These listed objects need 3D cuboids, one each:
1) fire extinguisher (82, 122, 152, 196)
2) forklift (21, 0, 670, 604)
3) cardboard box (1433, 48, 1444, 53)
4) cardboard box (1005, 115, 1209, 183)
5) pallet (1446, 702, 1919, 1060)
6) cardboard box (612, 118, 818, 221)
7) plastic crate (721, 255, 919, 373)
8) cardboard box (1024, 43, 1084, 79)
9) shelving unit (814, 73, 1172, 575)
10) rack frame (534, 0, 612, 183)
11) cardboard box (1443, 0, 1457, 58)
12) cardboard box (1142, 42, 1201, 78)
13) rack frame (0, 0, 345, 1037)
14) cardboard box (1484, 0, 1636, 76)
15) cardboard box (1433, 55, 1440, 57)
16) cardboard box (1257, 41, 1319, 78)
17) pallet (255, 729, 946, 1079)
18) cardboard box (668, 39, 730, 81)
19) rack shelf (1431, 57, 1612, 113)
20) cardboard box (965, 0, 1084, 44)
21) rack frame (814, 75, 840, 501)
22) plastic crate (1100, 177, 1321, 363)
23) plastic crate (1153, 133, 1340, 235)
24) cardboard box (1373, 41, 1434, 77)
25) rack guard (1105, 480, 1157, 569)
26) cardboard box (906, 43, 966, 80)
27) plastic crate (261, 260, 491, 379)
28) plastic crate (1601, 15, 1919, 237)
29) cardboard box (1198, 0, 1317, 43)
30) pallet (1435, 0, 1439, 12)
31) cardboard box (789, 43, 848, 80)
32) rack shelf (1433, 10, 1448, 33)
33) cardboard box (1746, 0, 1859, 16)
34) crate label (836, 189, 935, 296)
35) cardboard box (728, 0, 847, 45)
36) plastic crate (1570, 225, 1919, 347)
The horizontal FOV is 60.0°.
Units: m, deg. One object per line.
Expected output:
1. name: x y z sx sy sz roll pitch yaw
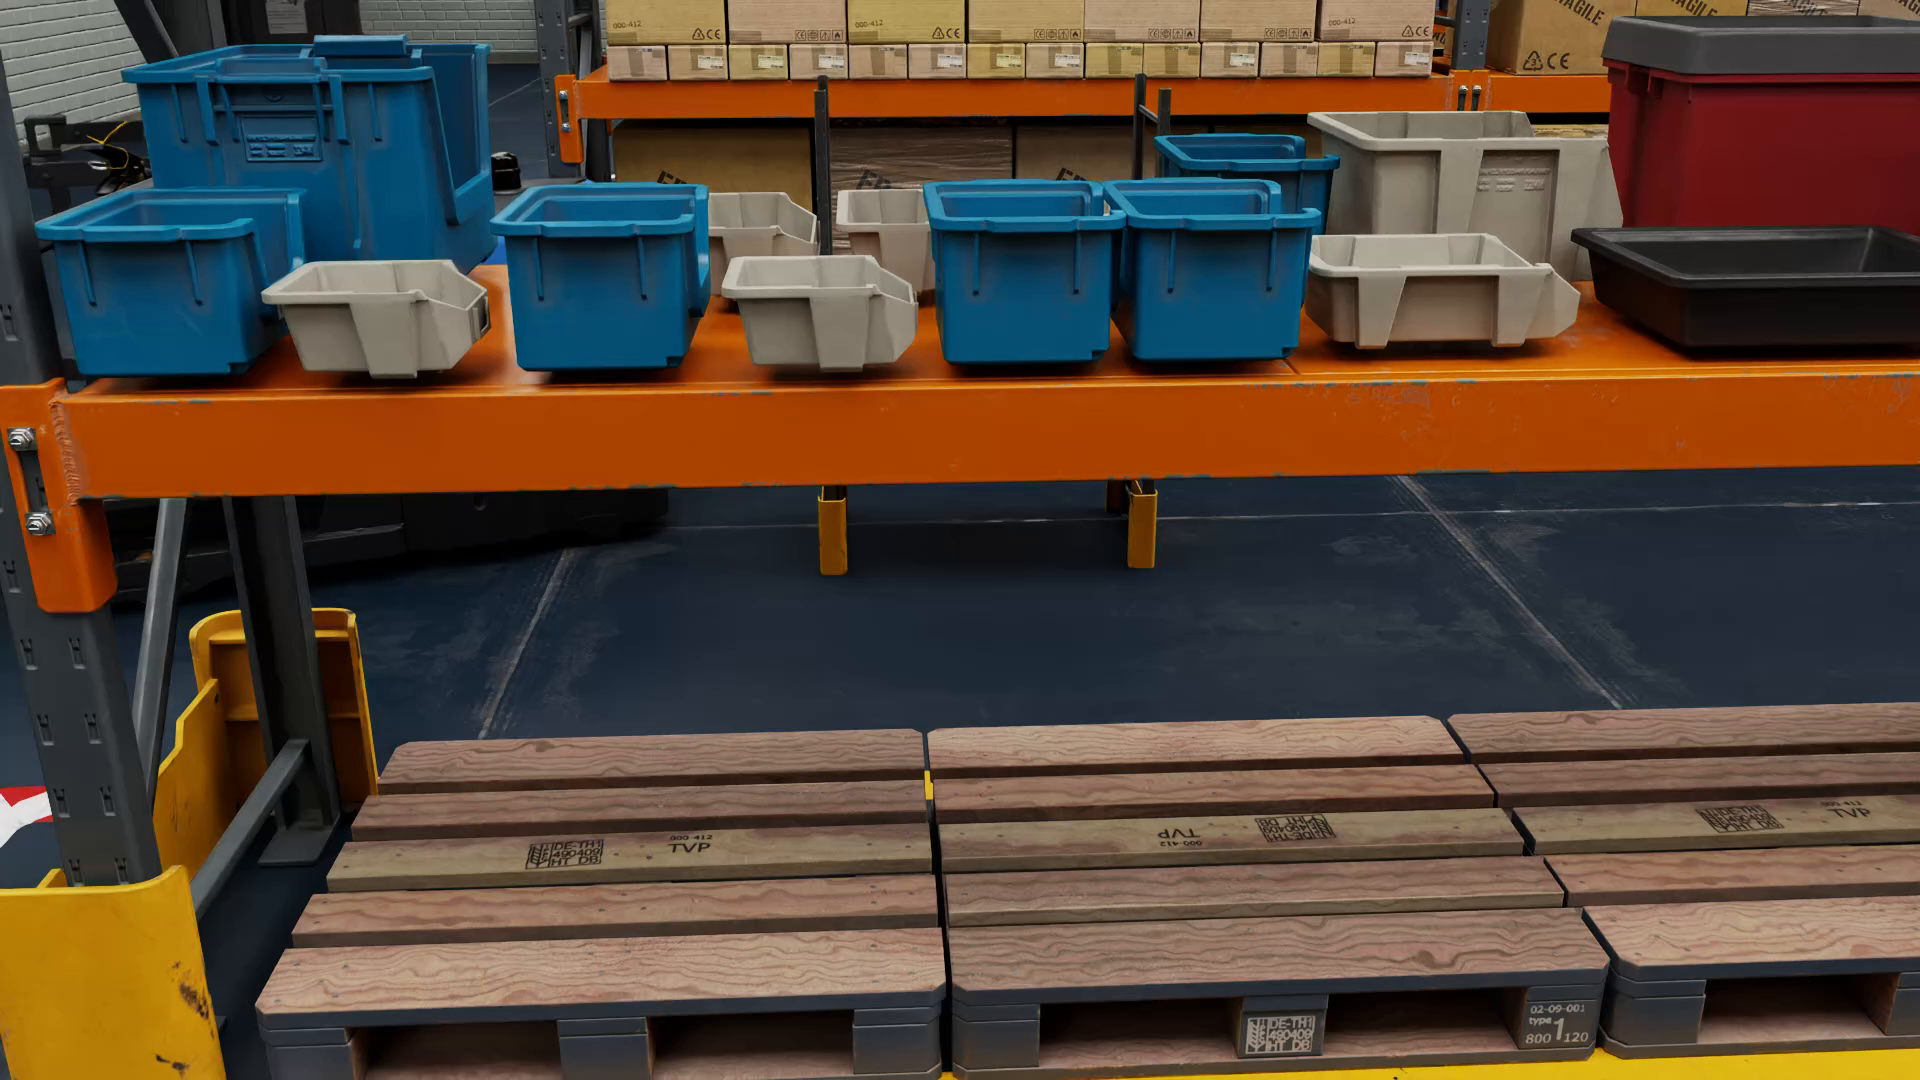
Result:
1. fire extinguisher: -1.660 -0.522 3.409 0.183 0.674 0.296 -1 21 -3
2. forklift: -2.563 -1.355 5.062 3.031 2.935 1.130 -8 22 -20
3. cardboard box: 3.815 -3.684 12.950 0.500 0.250 0.500 -2 21 -5
4. cardboard box: 0.665 -1.615 8.043 0.875 0.875 0.875 -1 21 -3
5. pallet: 1.778 0.677 3.547 1.213 0.211 1.003 -1 21 -3
6. cardboard box: -1.132 -1.578 7.947 0.875 0.875 0.875 -1 21 -3
7. plastic crate: -0.216 -0.358 2.631 0.298 0.136 0.250 -1 21 -3
8. cardboard box: 0.404 -2.144 7.389 0.250 0.149 0.380 -1 21 -2
9. shelving unit: 0.076 -0.702 5.358 1.083 1.500 0.587 -1 21 -3
10. rack frame: -1.766 -2.334 7.534 0.127 3.000 1.000 -1 21 -3
11. cardboard box: 2.678 -2.568 8.010 0.500 0.500 0.500 -1 21 -3
12. cardboard box: 0.914 -2.154 7.415 0.250 0.149 0.380 -1 21 -2
13. rack frame: -1.484 -0.574 2.913 0.127 3.000 1.000 -1 21 -3
14. cardboard box: 2.701 -2.382 7.521 0.500 0.500 0.500 -1 21 -3
15. cardboard box: 3.329 -3.490 12.441 0.500 0.250 0.500 -1 21 -2
16. cardboard box: 1.428 -2.164 7.443 0.250 0.149 0.380 -2 21 -4
17. pallet: -0.658 0.726 3.417 1.213 0.211 1.003 -1 21 -3
18. cardboard box: -1.137 -2.112 7.305 0.250 0.149 0.380 -1 21 -4
19. rack shelf: 4.224 -2.119 7.983 4.000 0.370 1.077 -1 21 -3
20. cardboard box: 0.269 -2.351 7.372 0.500 0.250 0.500 -2 21 -4
21. rack frame: -0.422 -0.692 5.332 0.032 1.500 0.500 -1 21 -3
22. plastic crate: 0.396 -0.445 2.725 0.300 0.233 0.416 -1 21 -3
23. plastic crate: 0.552 -0.657 3.281 0.300 0.233 0.416 -1 21 -3
24. cardboard box: 1.941 -2.175 7.471 0.250 0.149 0.380 -1 21 -3
25. rack guard: 0.573 -0.128 5.607 0.087 0.250 0.587 -1 21 -3
26. cardboard box: -0.110 -2.133 7.361 0.250 0.149 0.380 -1 21 -4
27. plastic crate: -0.893 -0.344 2.595 0.298 0.136 0.250 -1 21 -3
28. plastic crate: 1.604 -0.784 3.291 0.583 0.464 0.402 -1 21 -3
29. cardboard box: 1.285 -2.370 7.423 0.500 0.250 0.500 -1 21 -1
30. pallet: 2.816 -4.053 12.320 1.213 0.211 1.003 -1 21 -3
31. cardboard box: -0.621 -2.123 7.334 0.250 0.149 0.380 -1 21 -4
32. rack shelf: 4.041 -3.883 12.616 4.000 0.370 1.077 -1 21 -3
33. cardboard box: 3.702 -2.403 7.575 0.500 0.500 0.500 -2 21 -4
34. crate label: -0.113 -0.575 3.201 0.243 0.136 0.396 -1 21 -3
35. cardboard box: -0.753 -2.329 7.316 0.500 0.250 0.500 -1 21 -4
36. plastic crate: 1.408 -0.437 2.854 0.590 0.125 0.437 -1 21 -3
